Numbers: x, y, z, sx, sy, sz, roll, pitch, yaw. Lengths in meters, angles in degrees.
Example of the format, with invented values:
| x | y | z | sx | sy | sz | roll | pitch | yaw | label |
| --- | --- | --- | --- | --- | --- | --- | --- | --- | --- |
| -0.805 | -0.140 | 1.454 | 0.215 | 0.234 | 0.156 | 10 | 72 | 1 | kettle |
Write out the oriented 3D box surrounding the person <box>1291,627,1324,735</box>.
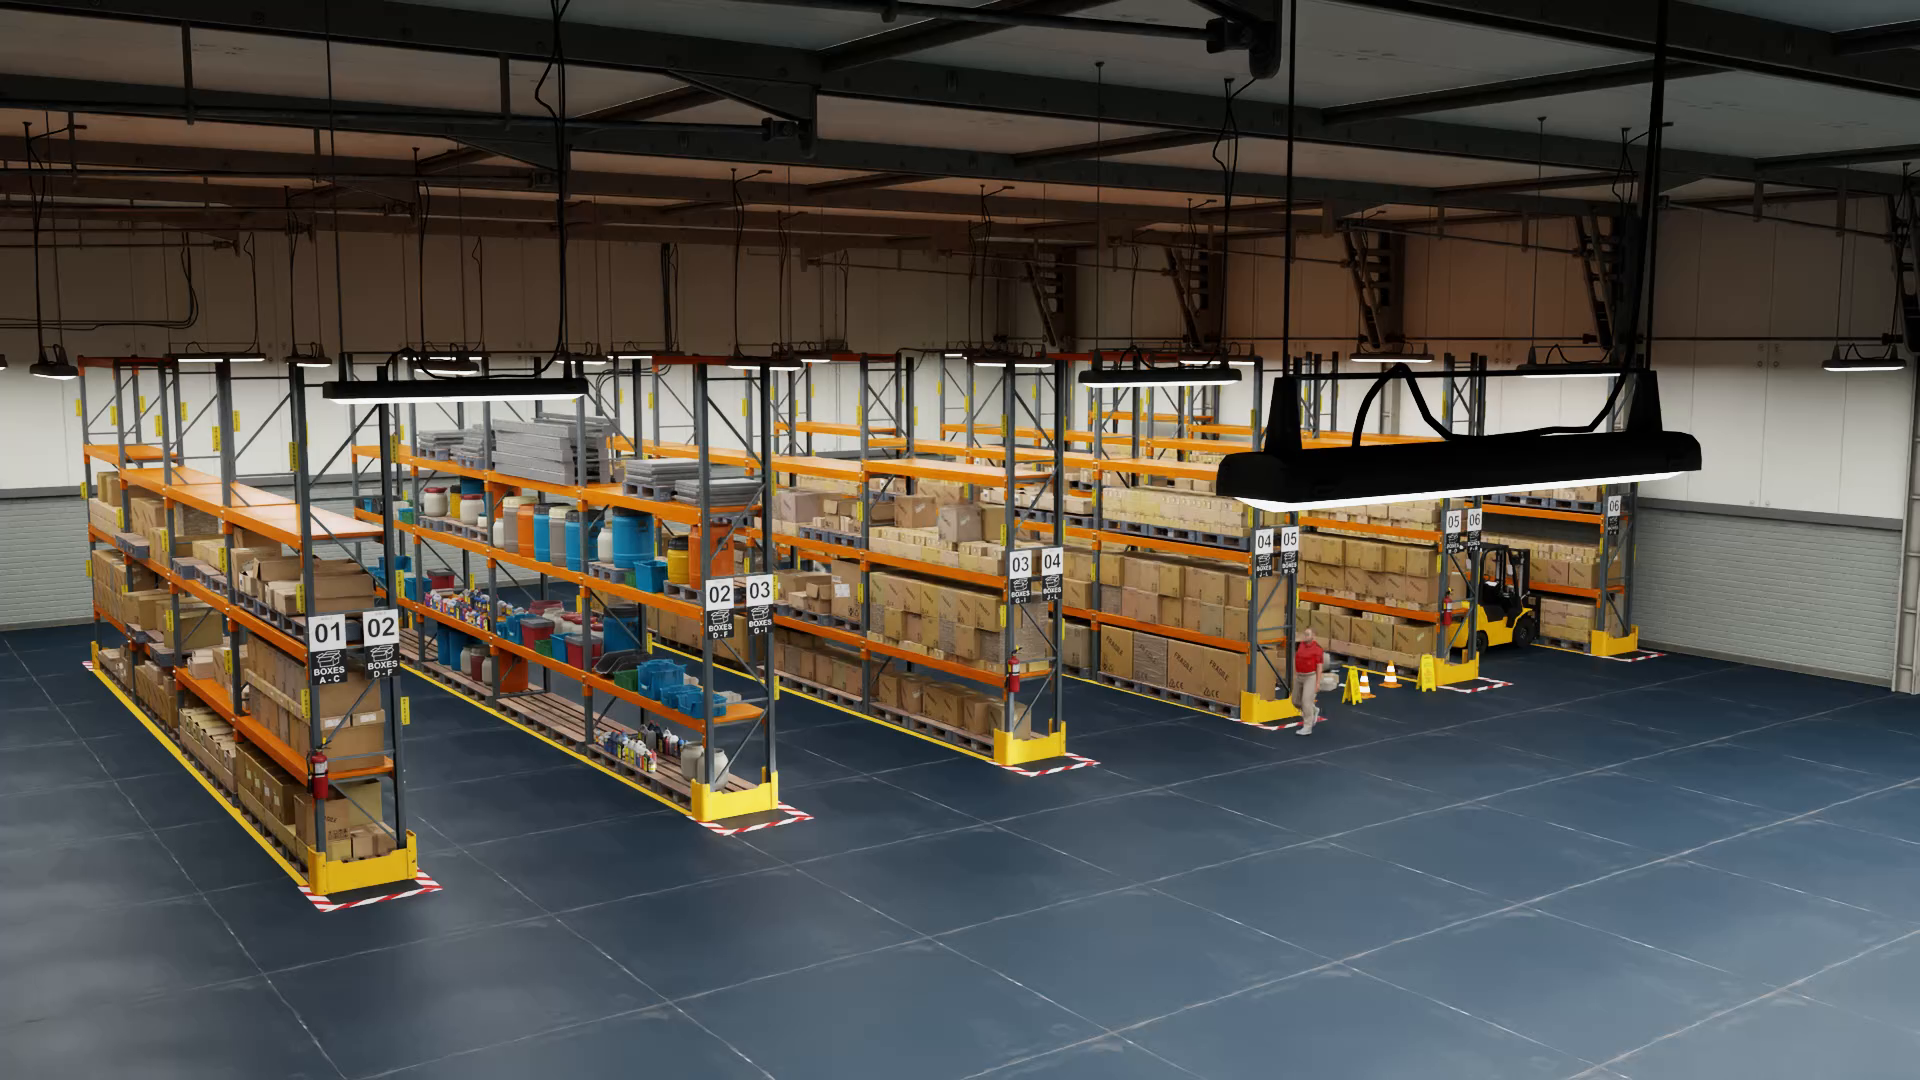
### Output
| x | y | z | sx | sy | sz | roll | pitch | yaw | label |
| --- | --- | --- | --- | --- | --- | --- | --- | --- | --- |
| 5.614 | 2.235 | 26.663 | 0.688 | 1.703 | 0.549 | -5 | 9 | -36 | person |

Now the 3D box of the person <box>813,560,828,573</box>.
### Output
| x | y | z | sx | sy | sz | roll | pitch | yaw | label |
| --- | --- | --- | --- | --- | --- | --- | --- | --- | --- |
| -3.722 | 0.290 | 42.676 | 0.514 | 1.749 | 1.046 | 6 | 9 | 42 | person |
